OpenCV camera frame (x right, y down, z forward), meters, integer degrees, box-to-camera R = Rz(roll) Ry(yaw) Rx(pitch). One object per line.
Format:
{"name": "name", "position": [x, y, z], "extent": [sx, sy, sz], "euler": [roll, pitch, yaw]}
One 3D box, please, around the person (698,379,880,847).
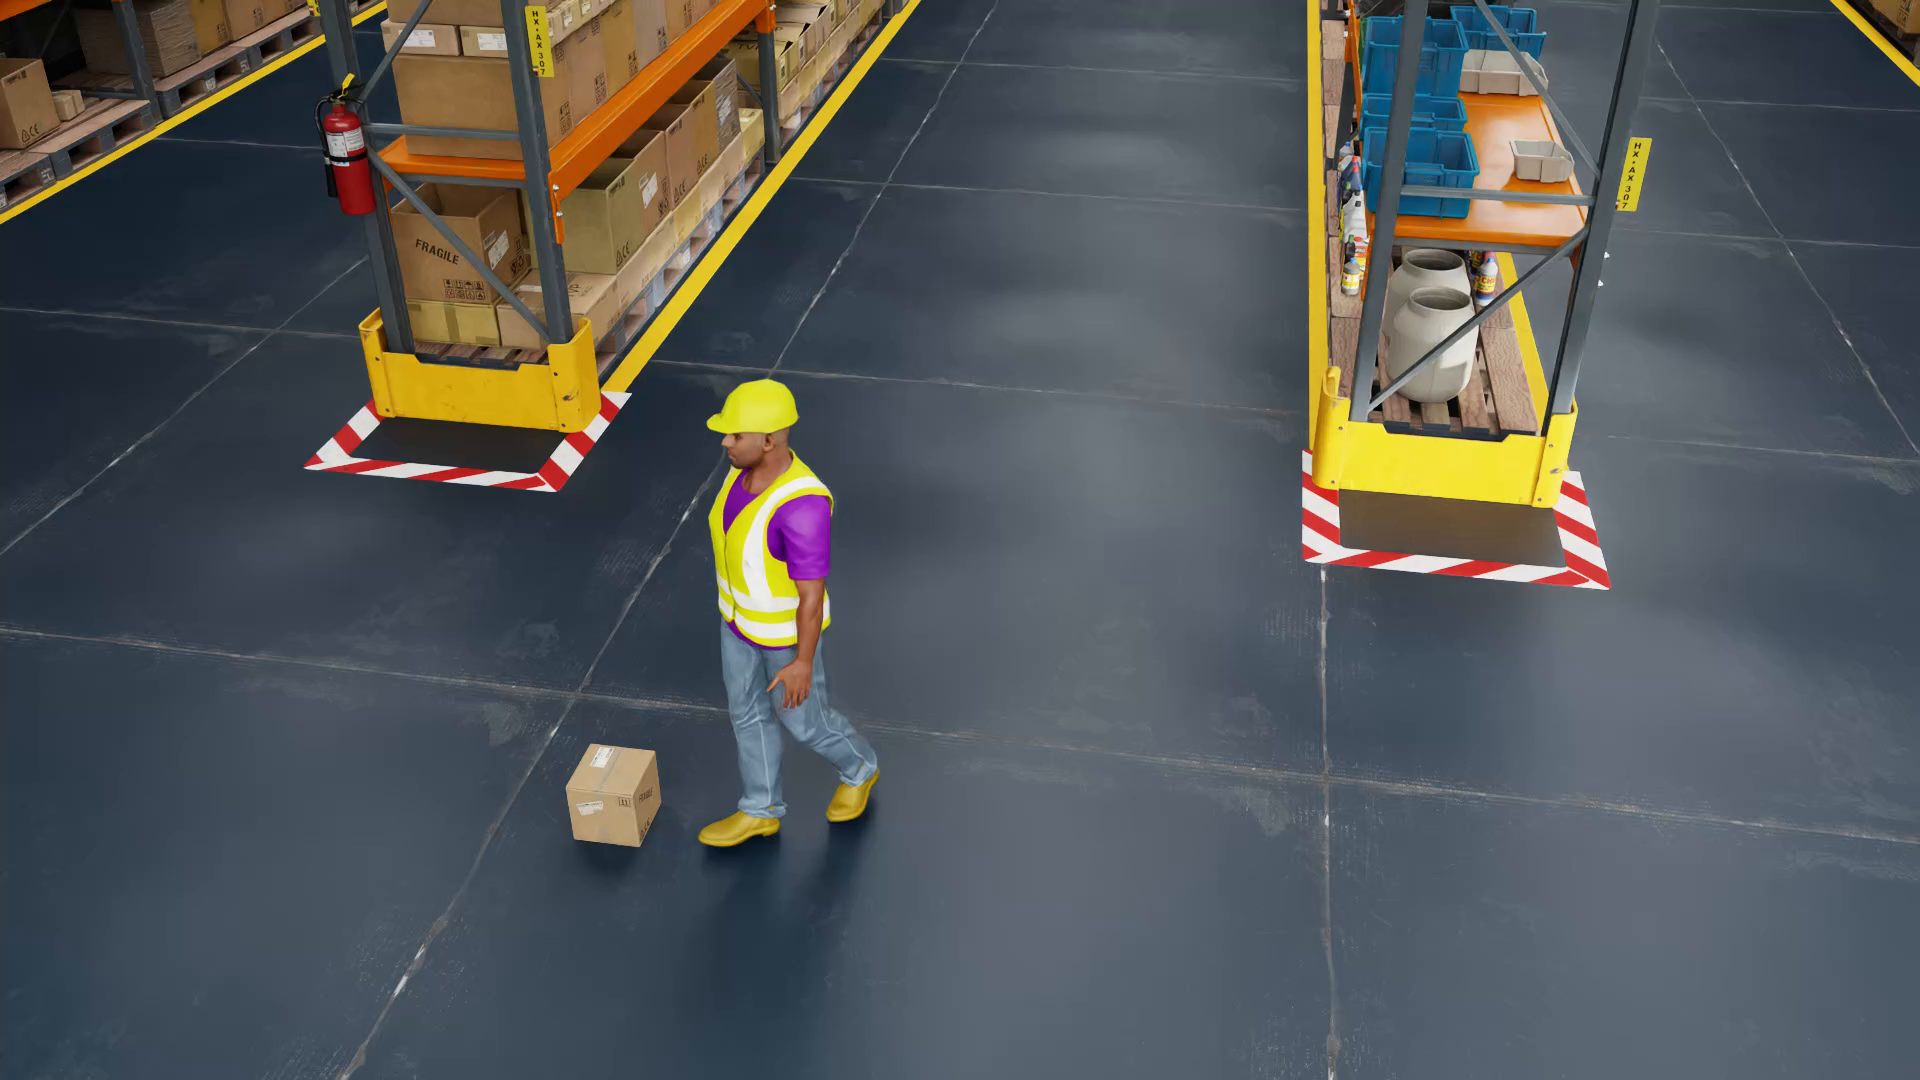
{"name": "person", "position": [-0.624, 0.279, 5.666], "extent": [0.707, 1.767, 0.608], "euler": [-23, 39, -32]}
